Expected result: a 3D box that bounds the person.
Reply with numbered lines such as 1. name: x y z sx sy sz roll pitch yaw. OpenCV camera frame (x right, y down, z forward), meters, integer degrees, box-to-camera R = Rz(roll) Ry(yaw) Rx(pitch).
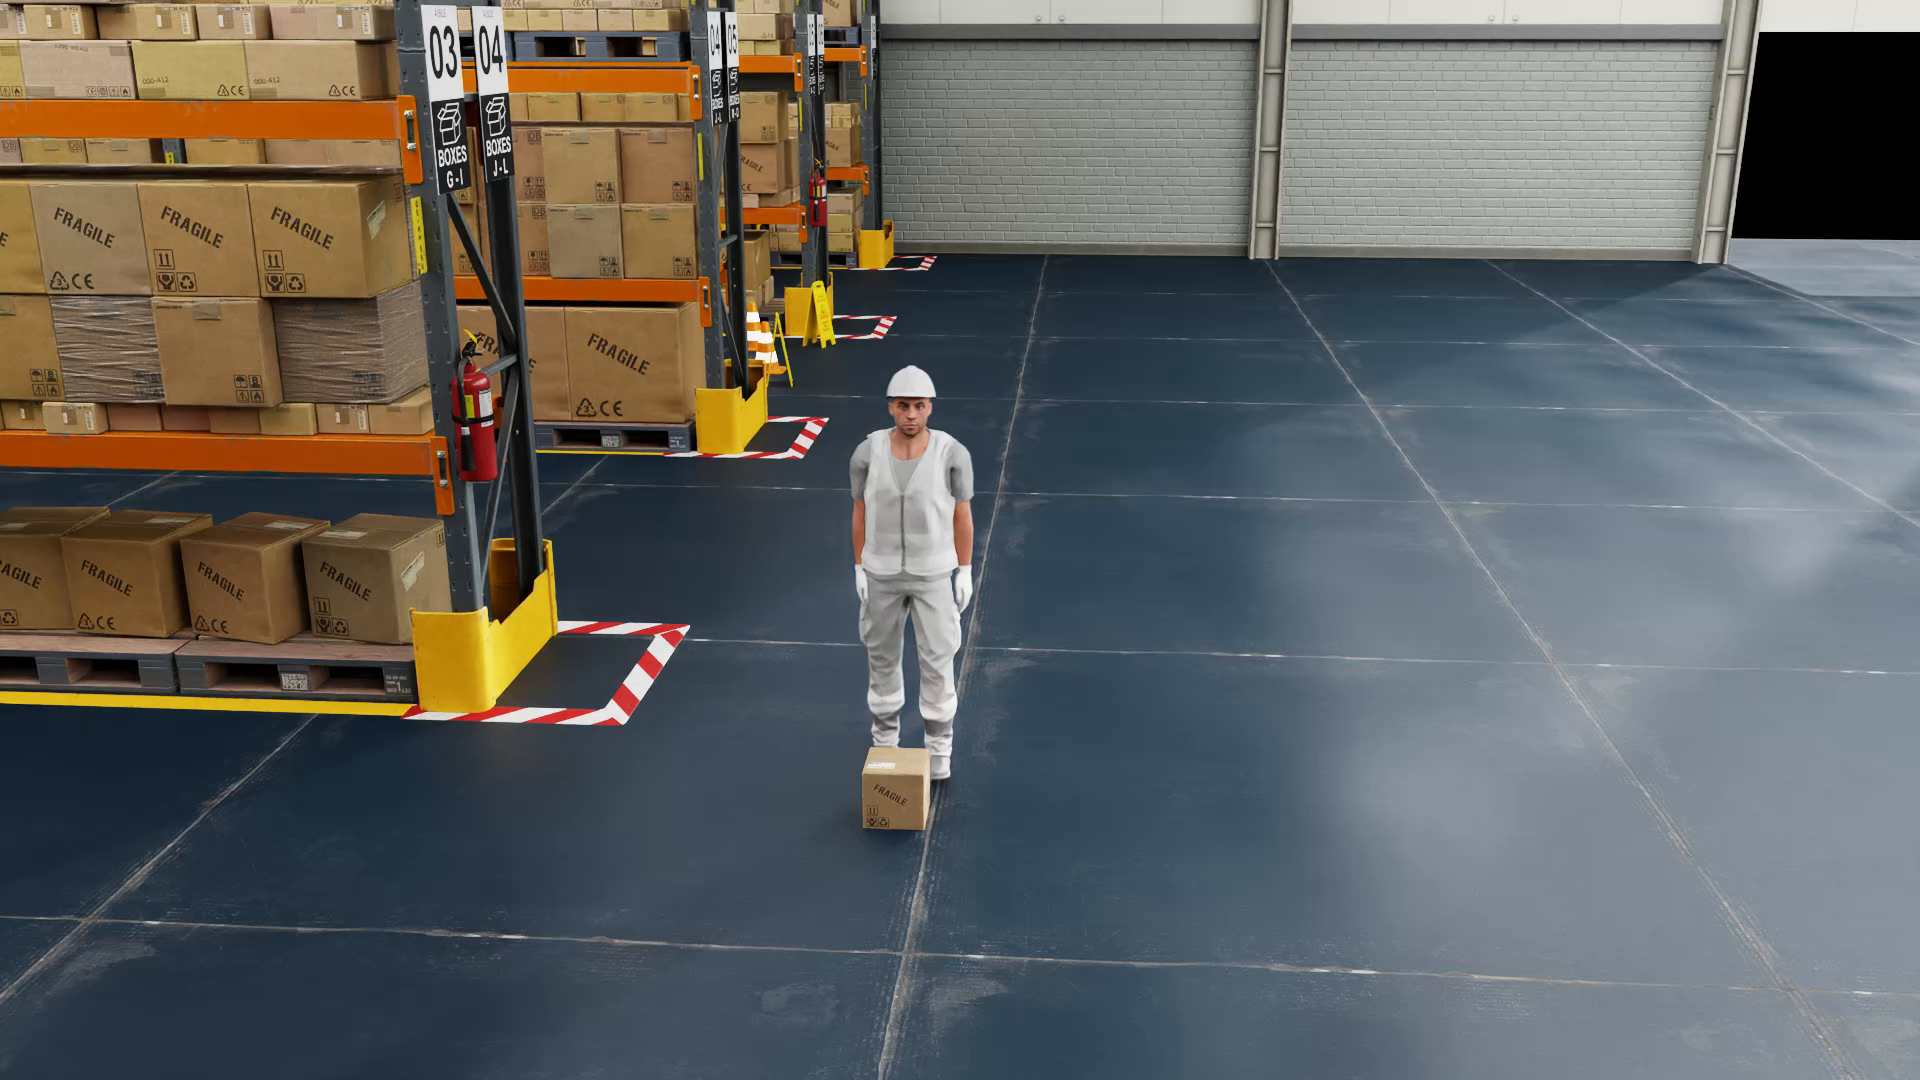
1. person: -0.209 0.156 7.016 0.522 1.790 0.387 2 17 5
